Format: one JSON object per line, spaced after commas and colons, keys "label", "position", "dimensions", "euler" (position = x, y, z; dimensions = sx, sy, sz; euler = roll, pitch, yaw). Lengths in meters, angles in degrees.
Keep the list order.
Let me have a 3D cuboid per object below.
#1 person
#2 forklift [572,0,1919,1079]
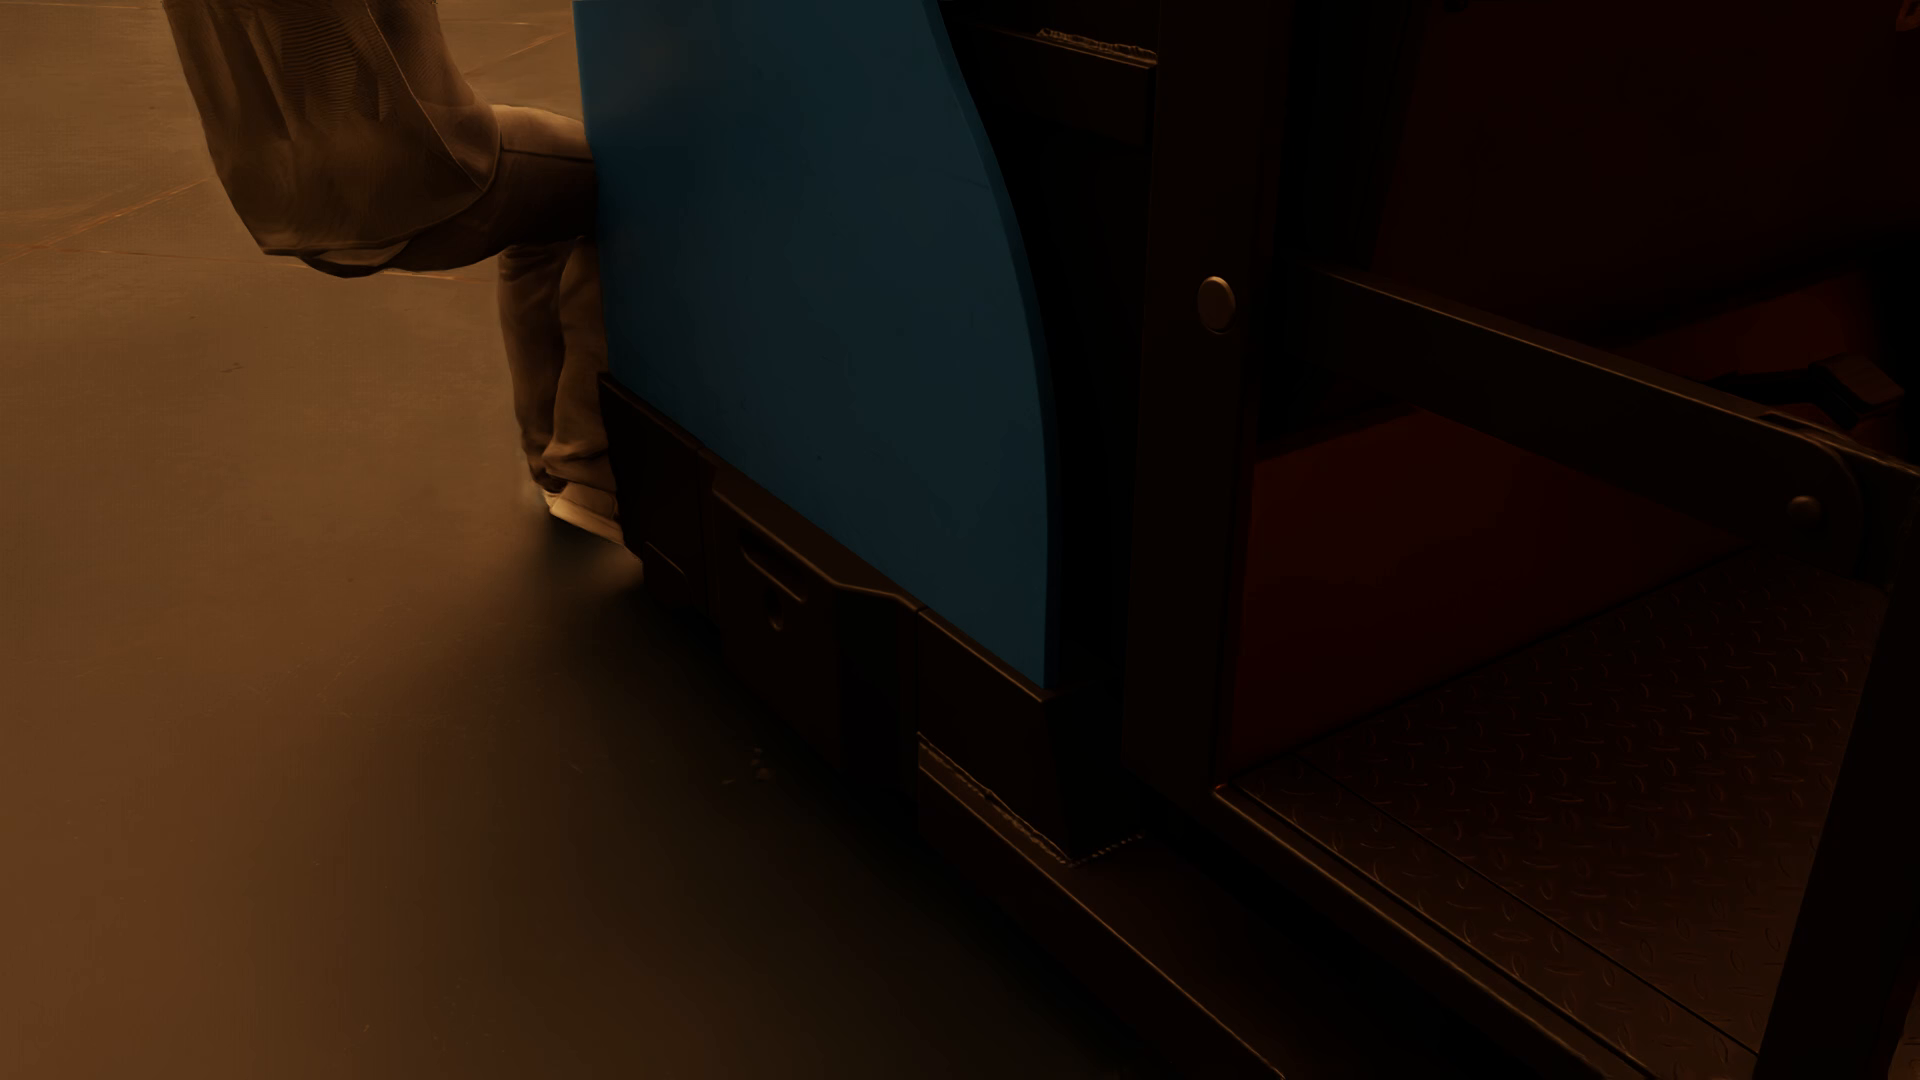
{"label": "person", "position": [-0.619, -0.591, 2.146], "dimensions": [0.832, 1.366, 0.755], "euler": [11, 29, 21]}
{"label": "forklift", "position": [0.756, -0.854, 0.940], "dimensions": [1.130, 2.935, 3.031], "euler": [-17, 32, -31]}
